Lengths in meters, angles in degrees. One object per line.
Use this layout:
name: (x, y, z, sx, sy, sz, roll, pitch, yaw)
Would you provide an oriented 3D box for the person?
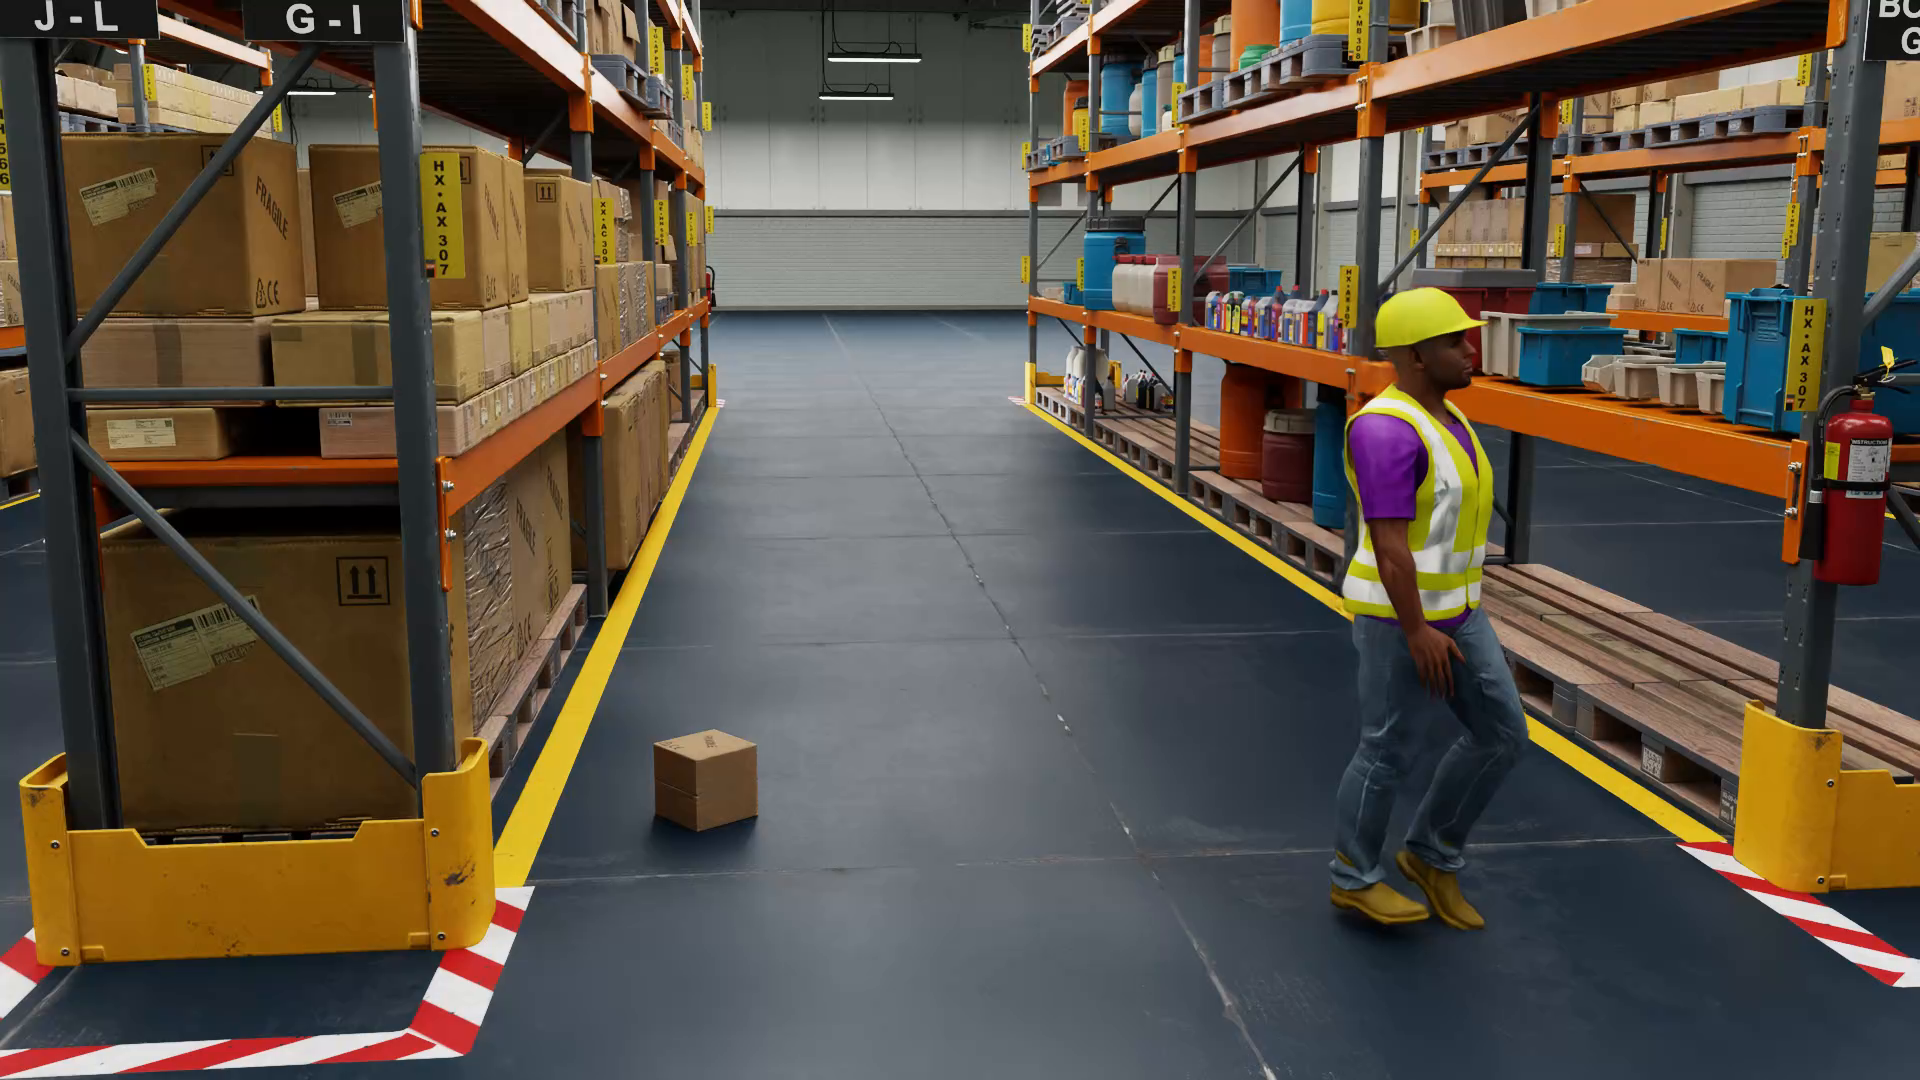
person: (1.260, 0.228, 4.524, 0.504, 1.809, 0.563, 8, 13, 38)
